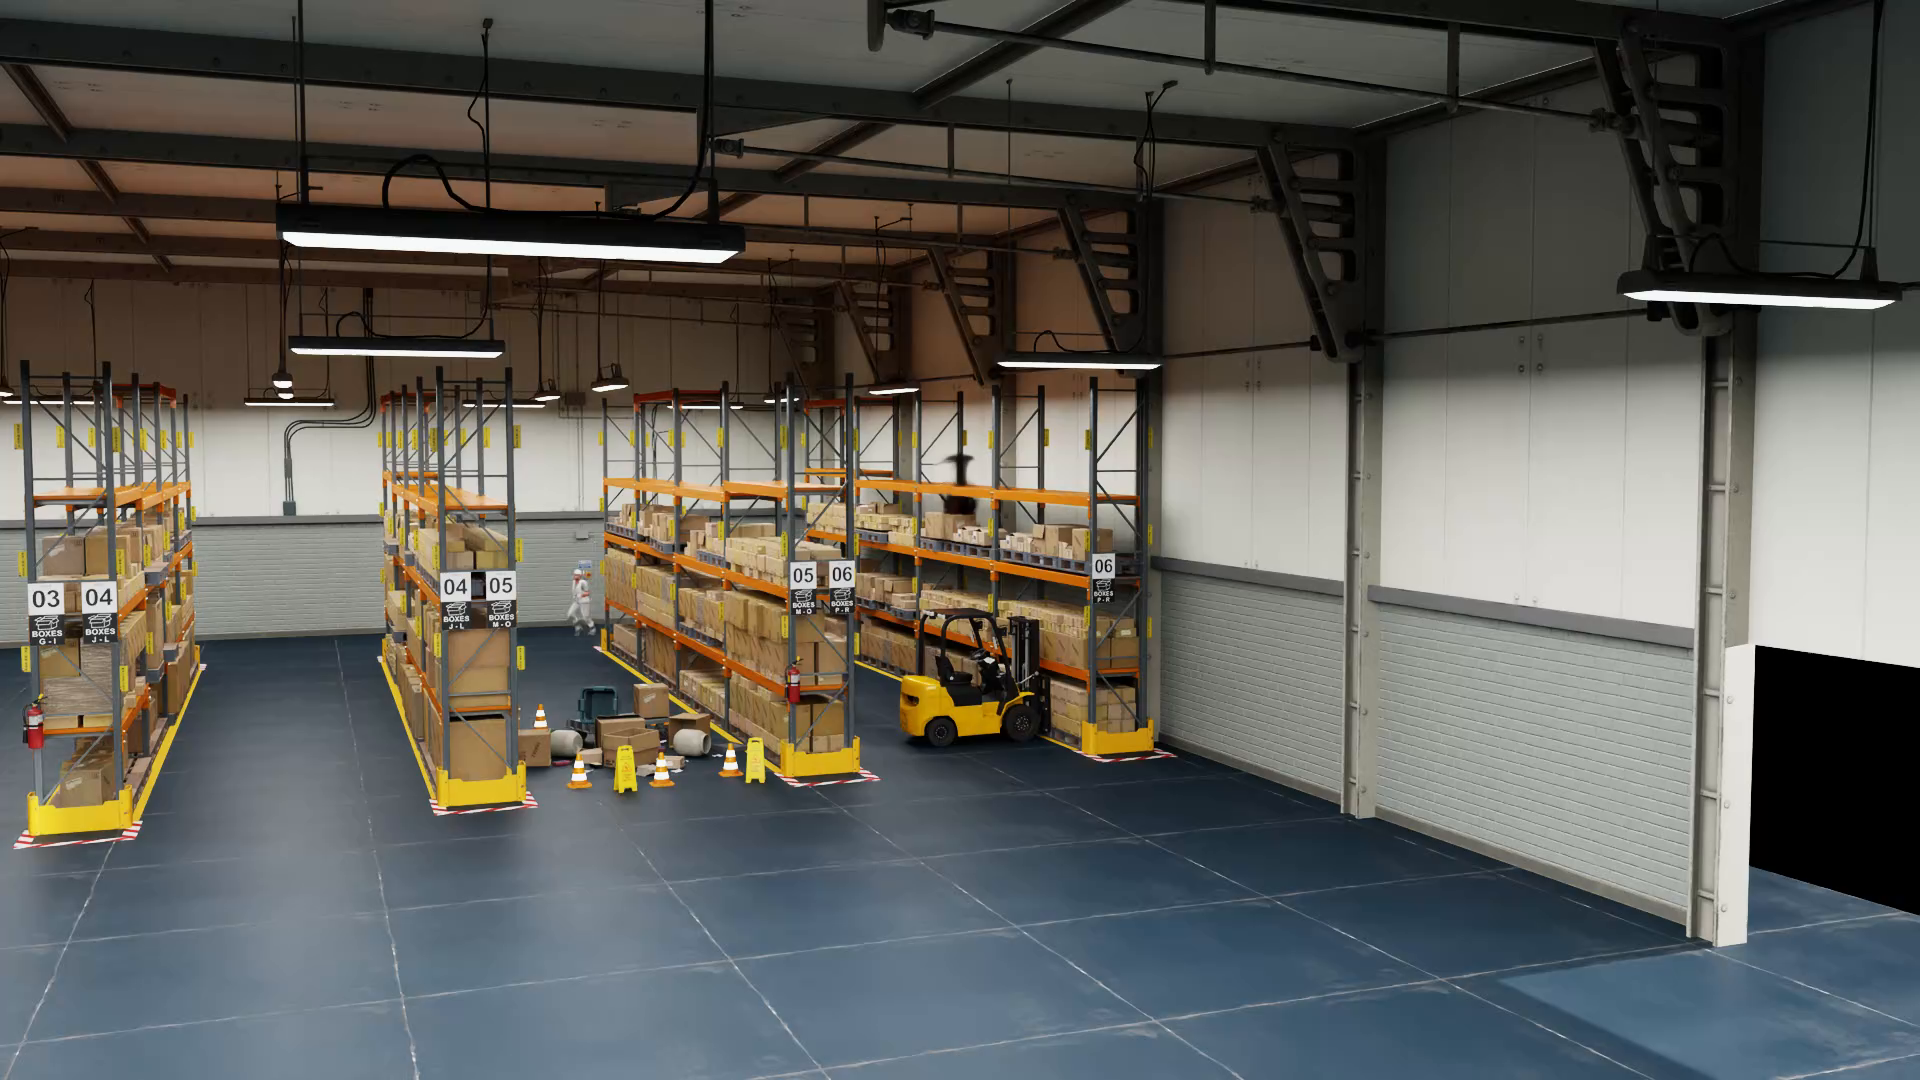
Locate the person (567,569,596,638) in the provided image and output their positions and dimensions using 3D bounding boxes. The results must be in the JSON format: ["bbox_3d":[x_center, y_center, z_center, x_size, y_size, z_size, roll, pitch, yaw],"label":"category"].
[{"bbox_3d":[-9.601,1.602,42.163,0.678,1.741,0.841,3,4,39],"label":"person"}]
